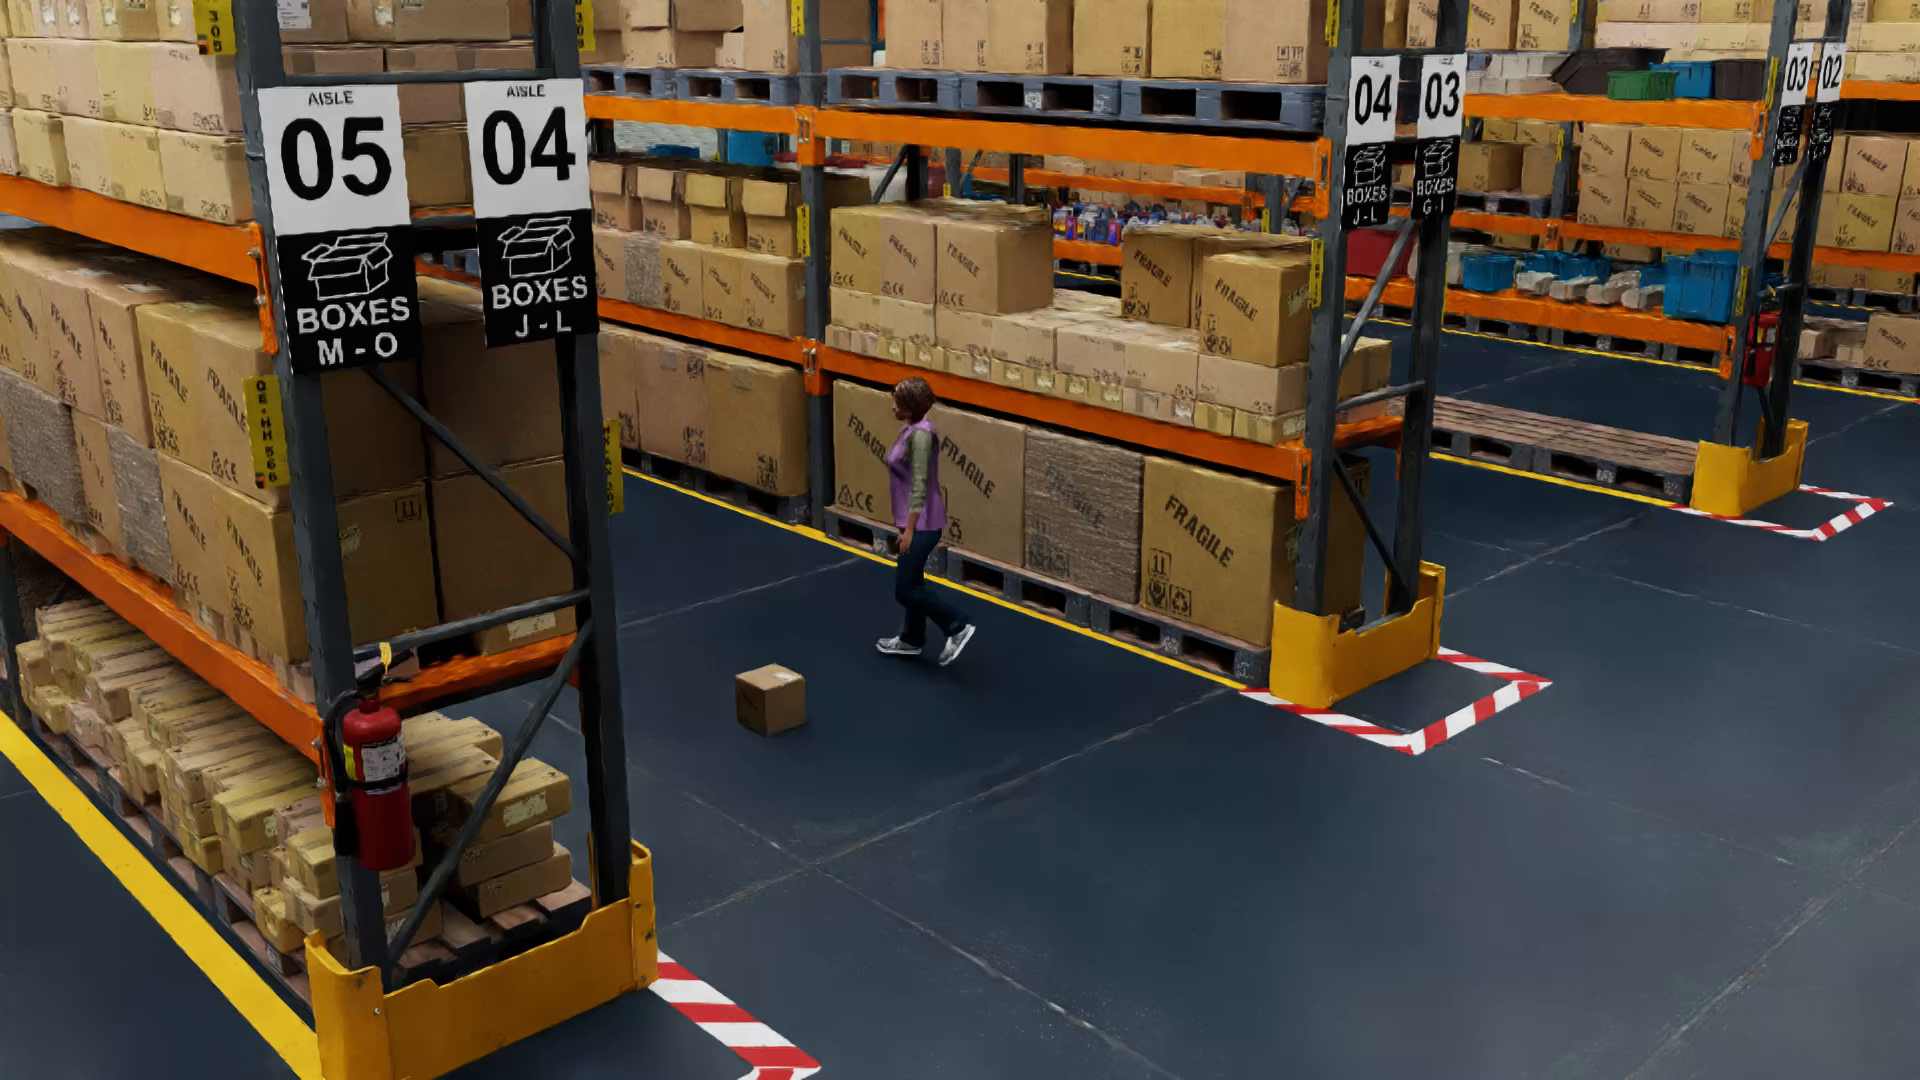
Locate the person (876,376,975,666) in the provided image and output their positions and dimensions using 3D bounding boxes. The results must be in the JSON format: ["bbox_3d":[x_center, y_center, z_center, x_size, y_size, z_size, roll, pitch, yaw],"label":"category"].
[{"bbox_3d":[-0.183,-0.085,8.774,0.498,1.594,0.560,-2,18,-8],"label":"person"}]
